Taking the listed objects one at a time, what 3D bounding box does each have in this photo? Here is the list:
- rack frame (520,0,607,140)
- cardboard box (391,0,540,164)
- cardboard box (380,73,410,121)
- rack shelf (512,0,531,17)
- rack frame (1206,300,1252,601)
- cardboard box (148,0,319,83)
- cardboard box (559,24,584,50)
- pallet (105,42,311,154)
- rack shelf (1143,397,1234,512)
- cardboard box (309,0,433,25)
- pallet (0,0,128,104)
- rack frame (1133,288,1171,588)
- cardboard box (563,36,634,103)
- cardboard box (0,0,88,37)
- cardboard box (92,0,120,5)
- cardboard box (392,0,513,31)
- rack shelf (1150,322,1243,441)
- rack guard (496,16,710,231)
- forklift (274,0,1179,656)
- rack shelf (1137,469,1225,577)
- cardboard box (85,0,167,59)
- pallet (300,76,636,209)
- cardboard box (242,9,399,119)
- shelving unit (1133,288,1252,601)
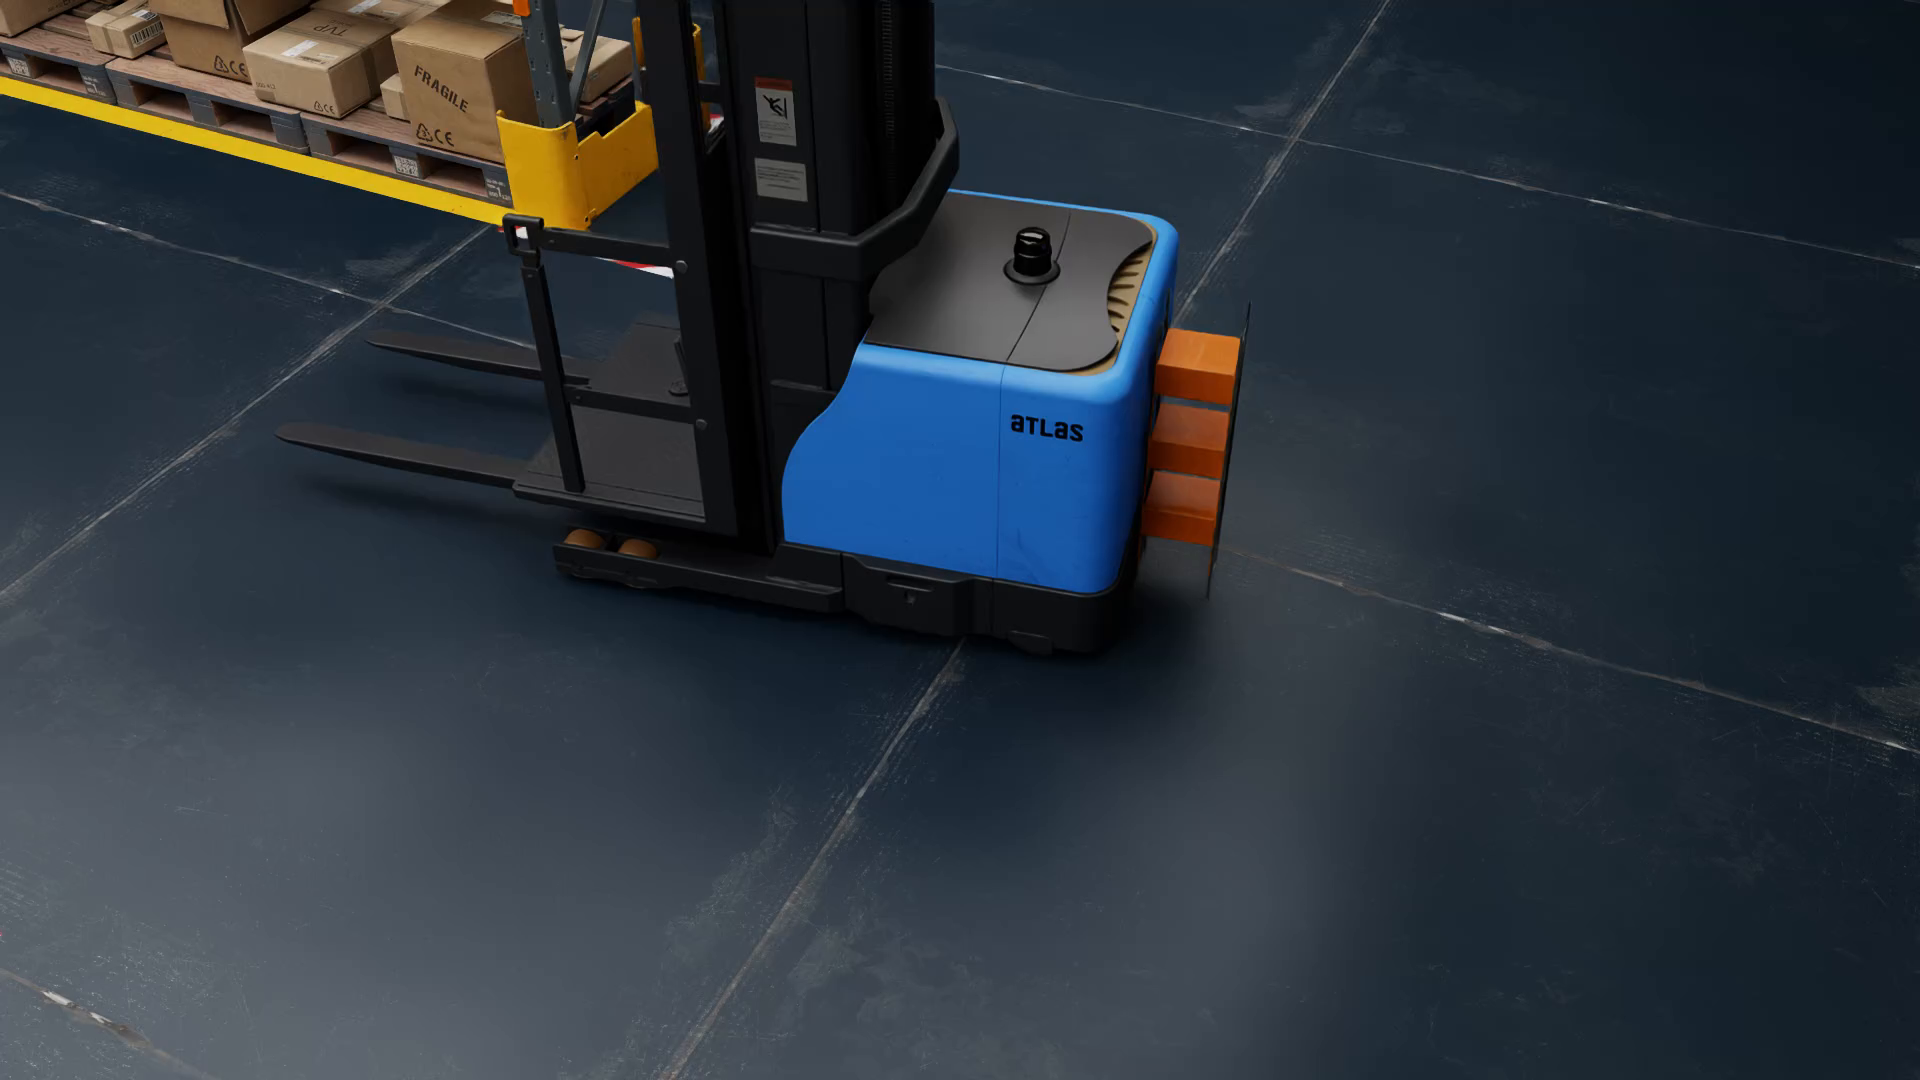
[{"bbox_3d":[-1.526,-2.831,6.726,0.127,3.000,1.000,17,44,19],"label":"rack frame"},{"bbox_3d":[-2.123,-2.057,7.405,0.500,0.500,0.500,17,44,19],"label":"cardboard box"},{"bbox_3d":[-2.452,-2.096,7.706,0.250,0.166,0.380,17,44,19],"label":"cardboard box"},{"bbox_3d":[-3.338,-3.113,7.600,4.000,0.370,1.077,17,44,19],"label":"rack shelf"},{"bbox_3d":[0.844,-0.259,5.247,0.008,1.050,0.200,10,42,11],"label":"rack frame"},{"bbox_3d":[-3.446,-2.644,8.081,0.637,0.503,0.797,17,44,19],"label":"cardboard box"},{"bbox_3d":[-1.987,-2.316,7.959,0.250,0.166,0.380,17,44,19],"label":"cardboard box"},{"bbox_3d":[-3.419,-2.357,8.308,1.213,0.211,1.003,17,44,19],"label":"pallet"},{"bbox_3d":[0.726,-0.272,5.278,0.240,0.259,0.215,10,42,11],"label":"rack shelf"},{"bbox_3d":[-2.805,-2.554,8.170,0.500,0.250,0.500,17,44,19],"label":"cardboard box"},{"bbox_3d":[-4.529,-2.694,8.697,1.213,0.211,1.003,17,44,19],"label":"pallet"},{"bbox_3d":[0.608,-0.300,5.294,0.008,1.050,0.200,10,42,11],"label":"rack frame"},{"bbox_3d":[-1.760,-2.240,7.885,0.250,0.149,0.380,17,44,19],"label":"cardboard box"},{"bbox_3d":[-4.862,-2.844,8.458,0.500,0.311,0.500,17,44,19],"label":"cardboard box"},{"bbox_3d":[-4.515,-3.171,8.691,0.500,0.500,0.500,17,44,19],"label":"cardboard box"},{"bbox_3d":[-2.352,-2.415,8.010,0.500,0.250,0.500,17,44,19],"label":"cardboard box"},{"bbox_3d":[0.726,-0.486,5.092,0.240,0.259,0.215,10,42,11],"label":"rack shelf"},{"bbox_3d":[-1.595,-1.907,7.569,0.348,0.500,1.175,17,44,19],"label":"rack guard"},{"bbox_3d":[-0.863,-1.269,4.976,3.031,2.935,1.130,10,42,11],"label":"forklift"},{"bbox_3d":[0.726,-0.062,5.460,0.240,0.259,0.215,10,42,11],"label":"rack shelf"},{"bbox_3d":[-4.074,-2.556,8.236,0.250,0.166,0.380,17,44,19],"label":"cardboard box"},{"bbox_3d":[-2.318,-2.018,7.918,1.213,0.211,1.003,17,44,19],"label":"pallet"},{"bbox_3d":[-2.971,-2.243,7.811,0.500,0.250,0.500,17,44,19],"label":"cardboard box"},{"bbox_3d":[0.726,-0.280,5.271,0.252,1.050,0.215,10,42,11],"label":"shelving unit"}]
